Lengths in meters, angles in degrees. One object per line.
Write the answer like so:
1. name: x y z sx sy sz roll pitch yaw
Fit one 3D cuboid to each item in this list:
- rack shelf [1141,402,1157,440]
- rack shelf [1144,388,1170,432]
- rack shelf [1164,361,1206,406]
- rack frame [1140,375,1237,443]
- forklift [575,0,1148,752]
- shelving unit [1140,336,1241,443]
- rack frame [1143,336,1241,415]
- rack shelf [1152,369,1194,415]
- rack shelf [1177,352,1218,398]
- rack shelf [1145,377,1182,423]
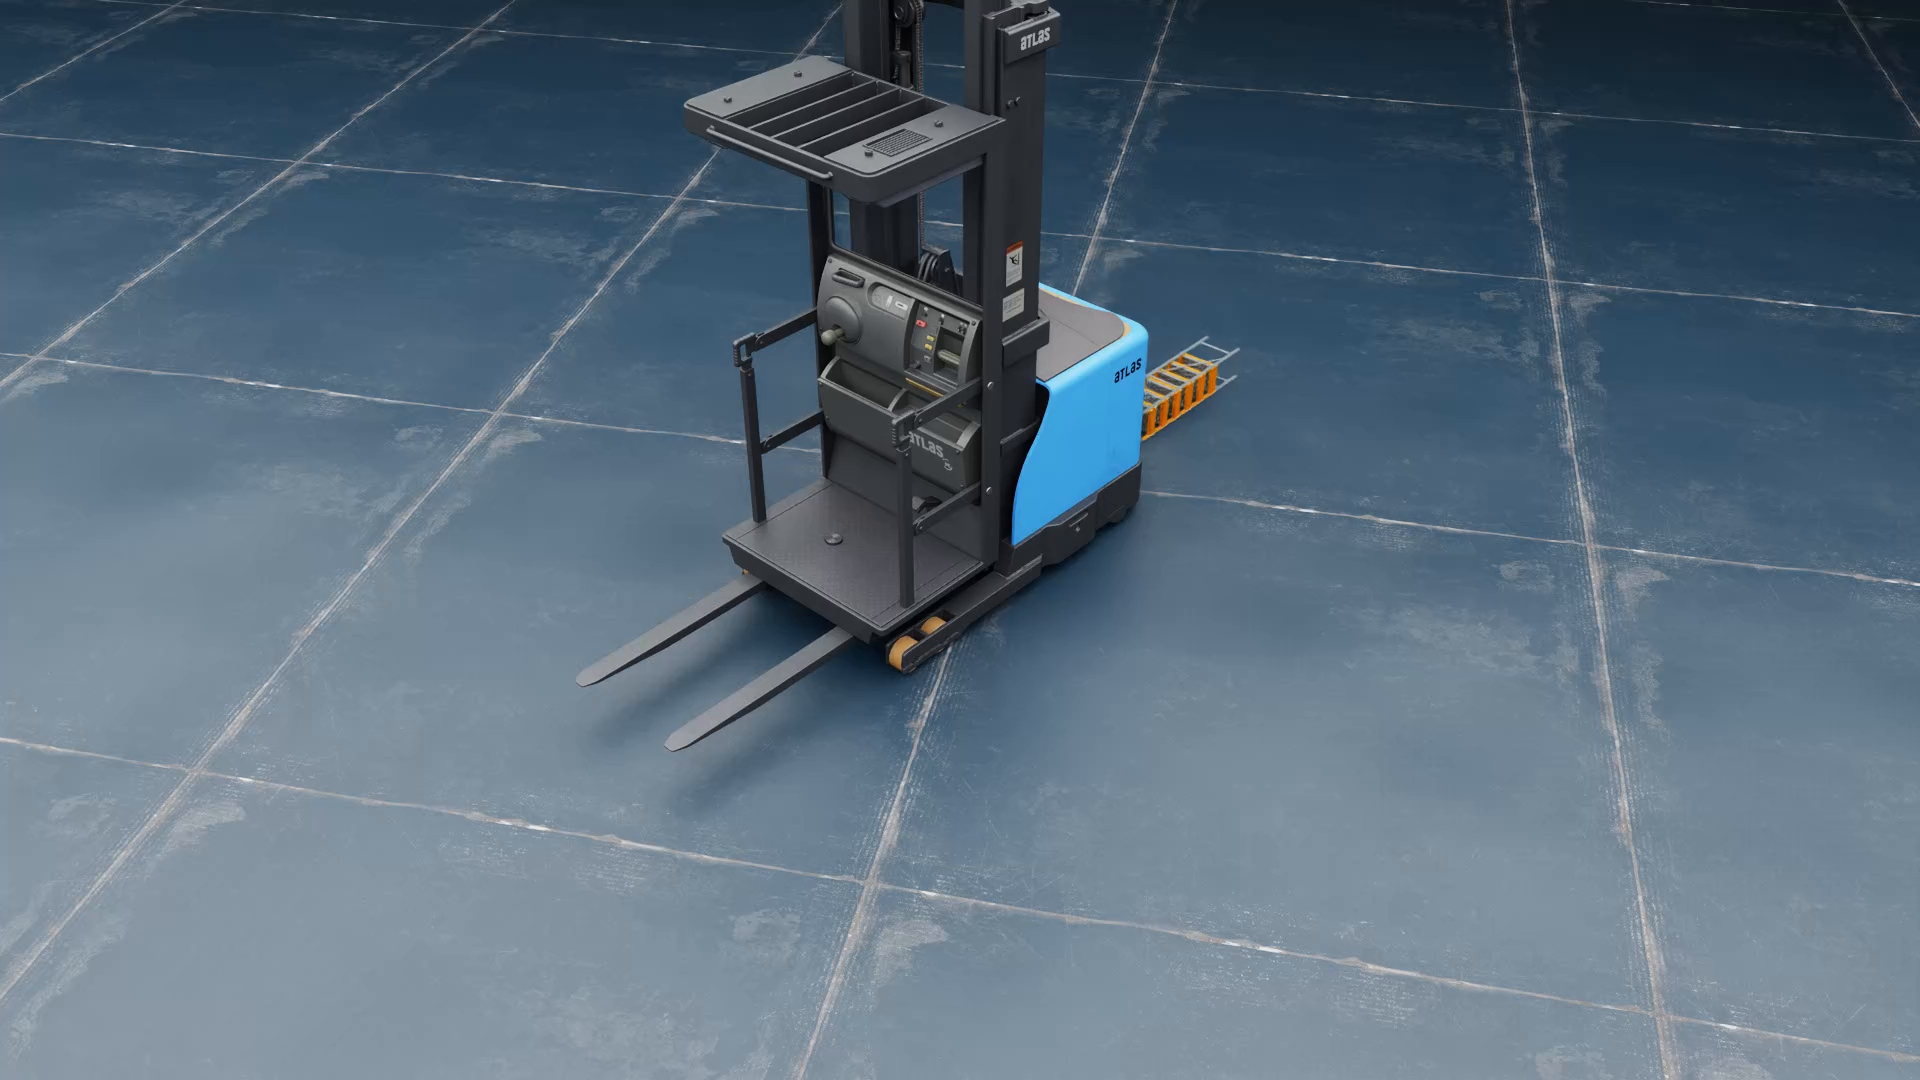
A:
1. rack shelf: 0.970 -0.698 9.319 0.258 0.180 0.103 27 44 32
2. rack shelf: 1.049 -0.751 9.392 0.258 0.180 0.103 27 44 32
3. rack shelf: 1.287 -0.910 9.611 0.258 0.180 0.103 27 44 32
4. rack frame: 1.158 -0.750 9.546 0.240 0.006 1.200 27 44 32
5. forklift: -0.425 -0.913 7.283 1.130 2.935 3.031 28 44 33
6. shelving unit: 1.158 -0.824 9.492 0.258 0.189 1.200 27 44 32
7. rack frame: 1.158 -0.898 9.438 0.240 0.006 1.200 27 44 32
8. rack shelf: 1.208 -0.857 9.538 0.258 0.180 0.103 27 44 32
9. rack shelf: 1.366 -0.963 9.684 0.258 0.180 0.103 27 44 32
10. rack shelf: 1.128 -0.804 9.465 0.258 0.180 0.103 27 44 32
